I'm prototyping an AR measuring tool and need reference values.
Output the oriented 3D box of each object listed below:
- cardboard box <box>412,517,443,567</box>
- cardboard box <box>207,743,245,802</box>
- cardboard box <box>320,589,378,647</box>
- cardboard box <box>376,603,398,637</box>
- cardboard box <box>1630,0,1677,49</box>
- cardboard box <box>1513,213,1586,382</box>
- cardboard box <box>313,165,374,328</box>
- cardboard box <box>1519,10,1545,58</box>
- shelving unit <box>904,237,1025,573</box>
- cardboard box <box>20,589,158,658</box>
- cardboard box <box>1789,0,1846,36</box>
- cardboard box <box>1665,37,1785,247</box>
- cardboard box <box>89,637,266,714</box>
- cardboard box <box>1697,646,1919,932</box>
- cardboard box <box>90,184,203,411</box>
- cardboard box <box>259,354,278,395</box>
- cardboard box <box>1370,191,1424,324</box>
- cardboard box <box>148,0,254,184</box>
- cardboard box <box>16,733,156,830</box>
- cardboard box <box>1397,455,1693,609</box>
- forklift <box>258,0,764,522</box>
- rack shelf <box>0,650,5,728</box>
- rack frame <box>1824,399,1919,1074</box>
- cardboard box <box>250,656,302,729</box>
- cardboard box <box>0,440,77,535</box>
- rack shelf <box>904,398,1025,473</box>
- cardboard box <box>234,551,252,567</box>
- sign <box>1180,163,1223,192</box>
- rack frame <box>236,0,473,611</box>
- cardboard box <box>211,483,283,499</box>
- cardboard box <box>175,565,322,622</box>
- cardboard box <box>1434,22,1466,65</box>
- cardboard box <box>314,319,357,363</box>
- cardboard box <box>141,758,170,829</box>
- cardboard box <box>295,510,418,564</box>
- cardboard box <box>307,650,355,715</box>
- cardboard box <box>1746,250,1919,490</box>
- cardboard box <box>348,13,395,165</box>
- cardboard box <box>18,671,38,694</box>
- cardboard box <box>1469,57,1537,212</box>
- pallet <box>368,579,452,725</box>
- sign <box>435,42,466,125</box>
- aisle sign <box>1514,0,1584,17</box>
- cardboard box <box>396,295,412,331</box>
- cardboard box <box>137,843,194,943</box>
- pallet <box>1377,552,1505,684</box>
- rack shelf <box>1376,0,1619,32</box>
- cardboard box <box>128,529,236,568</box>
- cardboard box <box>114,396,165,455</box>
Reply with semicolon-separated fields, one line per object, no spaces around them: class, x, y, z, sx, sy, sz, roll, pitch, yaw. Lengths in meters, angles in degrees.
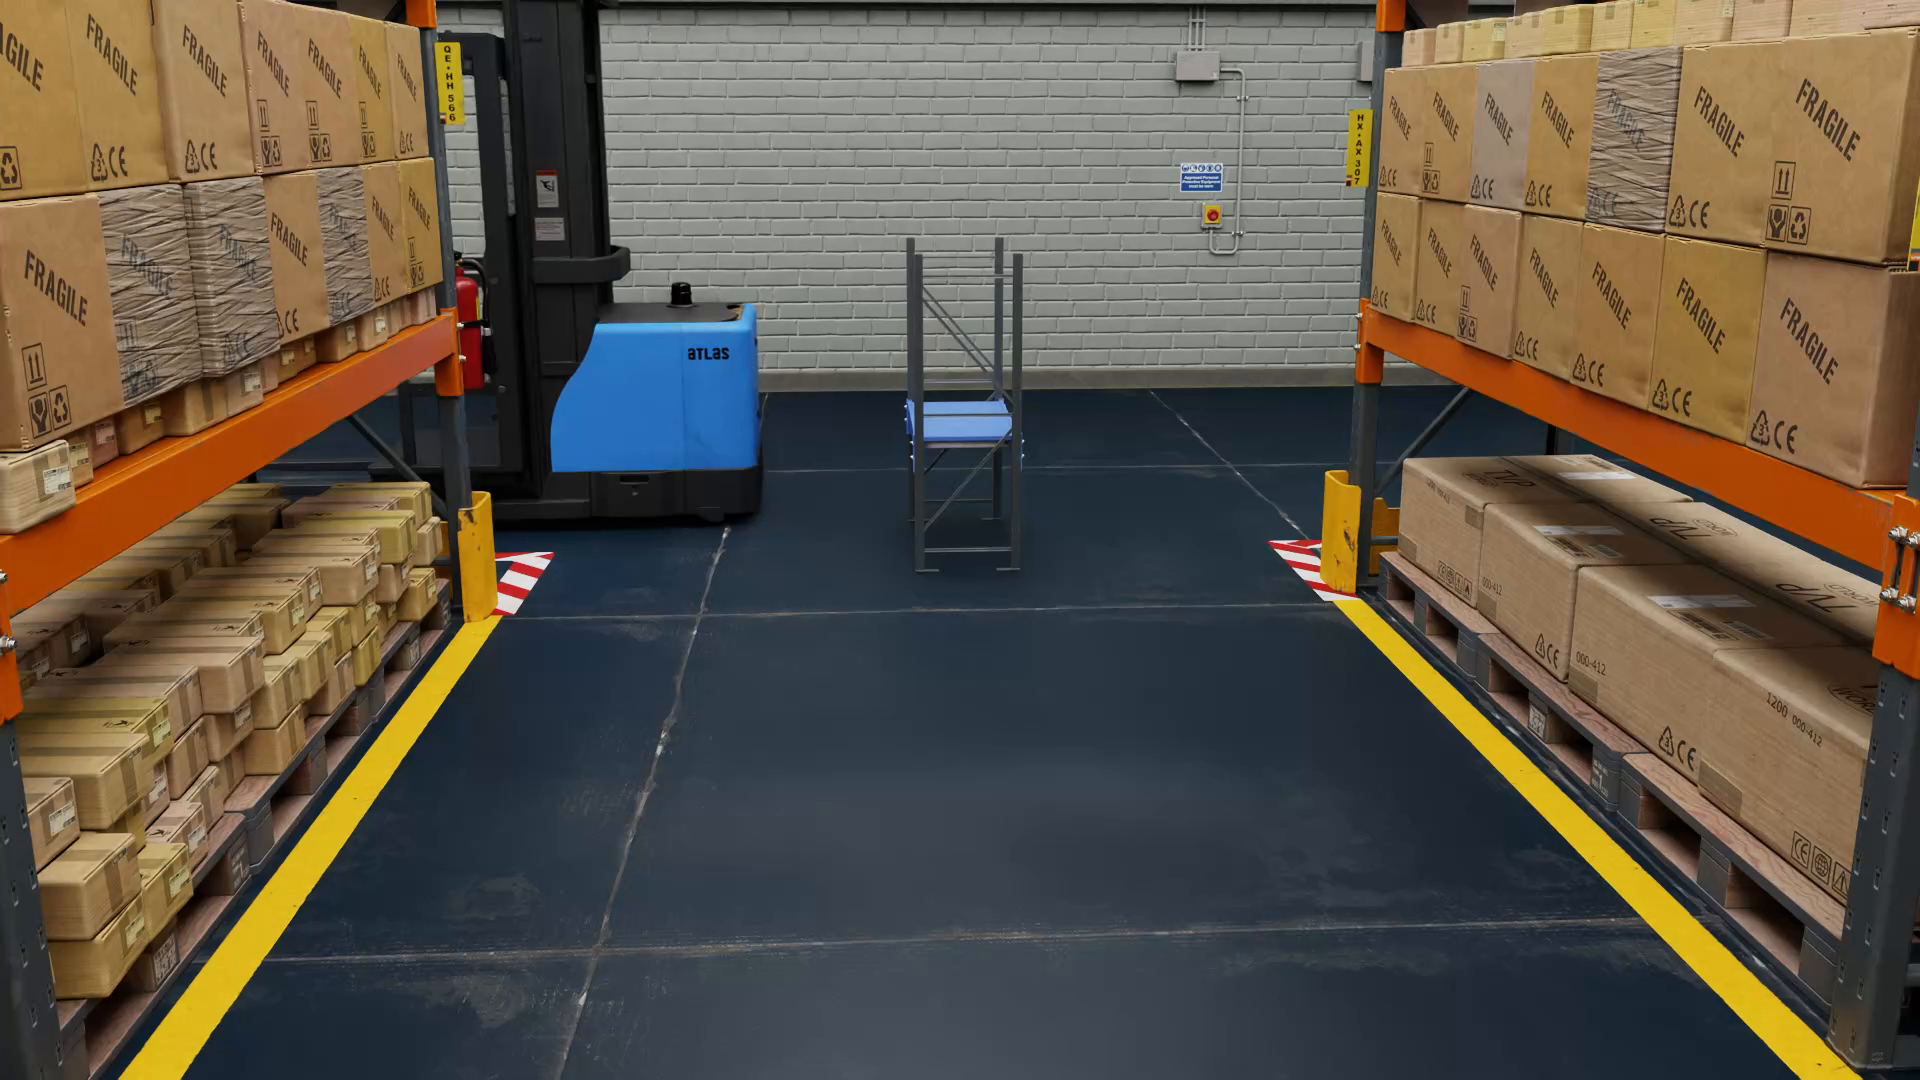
cardboard box;-2.327;0.008;6.756;0.380;0.149;0.250;-1;14;-5
cardboard box;-2.299;0.669;4.785;0.380;0.149;0.250;-2;15;-6
cardboard box;-2.248;0.266;5.754;0.380;0.149;0.250;-1;14;-3
cardboard box;-2.356;0.283;6.286;0.380;0.149;0.250;-1;14;-4
cardboard box;2.185;-1.496;4.811;0.380;0.149;0.250;-1;14;-5
cardboard box;2.154;-0.801;5.421;0.500;0.500;0.500;0;14;-2
cardboard box;-2.292;-0.982;5.527;0.500;0.500;0.500;-1;14;-3
cardboard box;2.101;-1.685;5.545;0.380;0.149;0.250;-1;14;-3
shelving unit;0.005;-0.705;8.257;0.538;1.500;1.048;-1;14;-3
cardboard box;-2.738;0.261;5.177;0.380;0.149;0.250;-1;14;-3
cardboard box;2.288;-1.306;4.075;0.380;0.149;0.250;-1;14;-3
cardboard box;2.210;-1.030;4.304;0.500;0.500;0.500;-1;14;-4
cardboard box;-2.207;0.383;4.703;0.380;0.149;0.250;-1;14;-2
cardboard box;2.606;0.621;4.391;0.875;0.438;0.875;-1;14;-4
cardboard box;-2.213;-0.599;4.038;0.500;0.500;0.500;-1;14;-3
cardboard box;-2.280;-0.503;4.967;0.380;0.149;0.250;0;14;-1
cardboard box;2.033;-1.178;6.884;0.500;0.500;0.500;-1;14;-4
cardboard box;-2.229;-1.204;4.382;0.500;0.500;0.500;-1;14;-3
cardboard box;-2.169;0.574;3.960;0.380;0.149;0.250;0;14;-1
cardboard box;2.431;-0.053;7.012;0.875;0.438;0.875;-1;14;-5
forklift;-2.619;-1.588;8.817;3.031;2.935;1.130;-1;14;-5
rack shelf;-2.272;0.689;1.273;1.077;0.370;4.000;-1;14;-3
rack frame;2.538;-0.258;3.511;1.000;3.000;0.127;-1;14;-3
cardboard box;-2.215;0.460;5.000;0.380;0.149;0.250;-1;14;-4
cardboard box;-2.087;-0.111;3.441;0.380;0.149;0.250;0;14;-1
rack shelf;0.005;-0.531;8.302;0.538;0.185;1.000;-1;14;-3
cardboard box;-2.804;0.144;6.227;0.380;0.149;0.250;-1;14;-3
sign;1.866;-2.801;12.849;0.327;0.218;0.001;-1;14;-3
rack frame;-2.644;-1.152;6.983;1.000;3.000;0.127;-1;14;-3
cardboard box;-2.951;-0.127;6.685;0.380;0.149;0.250;-2;15;-6
cardboard box;-2.327;0.190;5.454;0.380;0.149;0.250;-1;14;-5
cardboard box;2.025;-1.877;6.293;0.380;0.149;0.250;0;14;-2
cardboard box;-2.307;-0.700;5.730;0.380;0.149;0.250;-2;15;-6
cardboard box;-2.256;0.660;4.224;0.380;0.149;0.250;-1;14;-4
cardboard box;-2.257;-0.009;6.226;0.380;0.149;0.250;-1;14;-5
cardboard box;-2.252;0.475;5.540;0.380;0.149;0.250;-1;14;-2
cardboard box;2.254;-0.418;3.931;0.500;0.500;0.500;-1;14;-3
cardboard box;-2.336;-1.592;5.891;0.500;0.500;0.500;-1;14;-5
cardboard box;-2.694;0.457;4.414;0.380;0.149;0.250;0;14;-2
cardboard box;2.114;-1.406;5.763;0.500;0.500;0.500;-1;14;-4
pallet;-2.624;0.420;6.469;1.003;0.211;1.213;-1;14;-3
sign;-2.089;-1.869;6.813;0.100;0.325;0.005;-1;14;-3
aisle sign;2.595;-2.535;7.142;0.394;0.787;0.004;-1;14;-3
cardboard box;-2.364;-0.891;6.473;0.380;0.149;0.250;-1;14;-4
cardboard box;-2.115;0.859;4.048;0.380;0.149;0.250;0;14;-2
pallet;2.418;0.295;6.957;1.003;0.211;1.213;-1;14;-3
rack shelf;2.414;-1.860;5.160;1.077;0.370;4.000;-1;14;-3
cardboard box;-2.828;0.065;5.939;0.380;0.149;0.250;-2;15;-6
cardboard box;-2.257;-0.307;4.204;0.380;0.149;0.250;-2;15;-6
